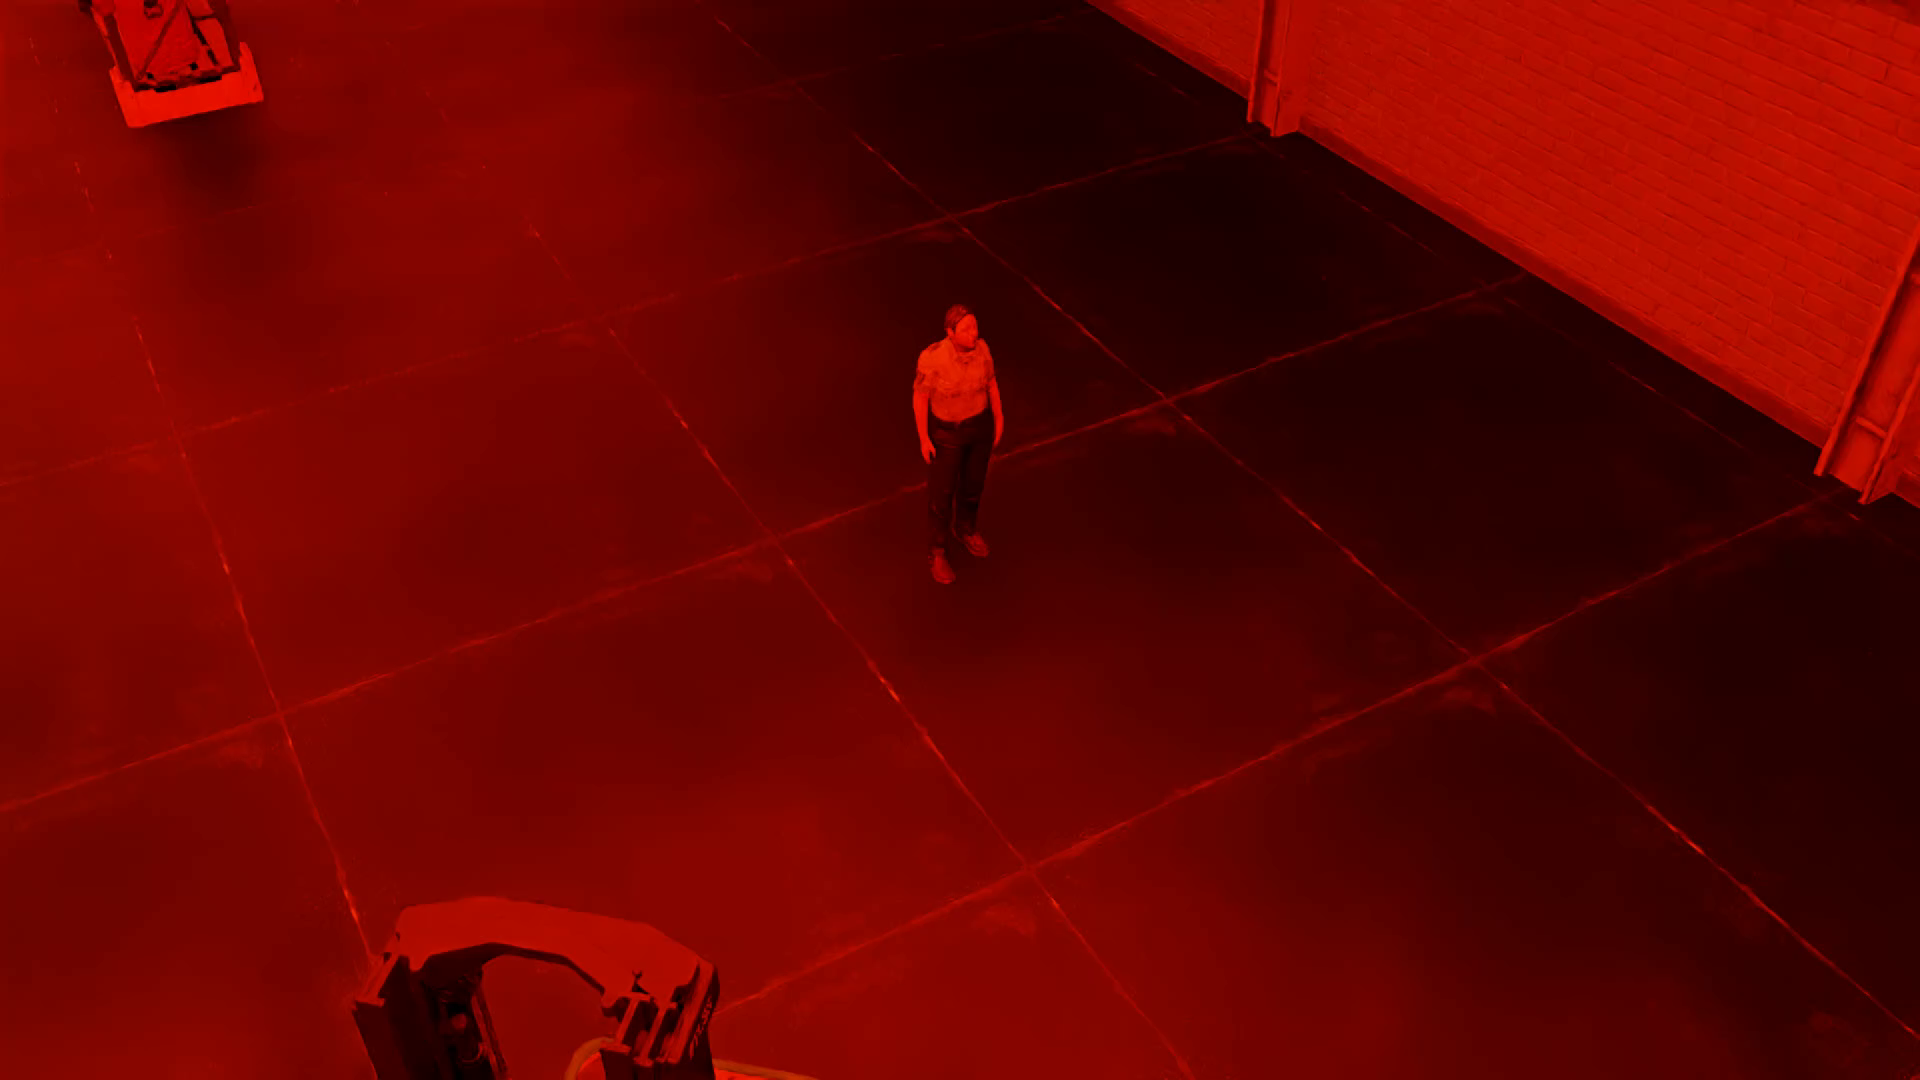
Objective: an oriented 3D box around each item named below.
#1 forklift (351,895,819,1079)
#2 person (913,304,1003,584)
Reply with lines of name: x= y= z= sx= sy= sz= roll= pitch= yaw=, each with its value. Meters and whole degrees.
forklift: x=-1.271 y=2.577 z=4.930 sx=1.130 sy=2.935 sz=3.031 roll=8 pitch=40 yaw=9
person: x=0.025 y=-0.583 z=9.733 sx=0.599 sy=1.650 sz=0.502 roll=-20 pitch=44 yaw=-23
